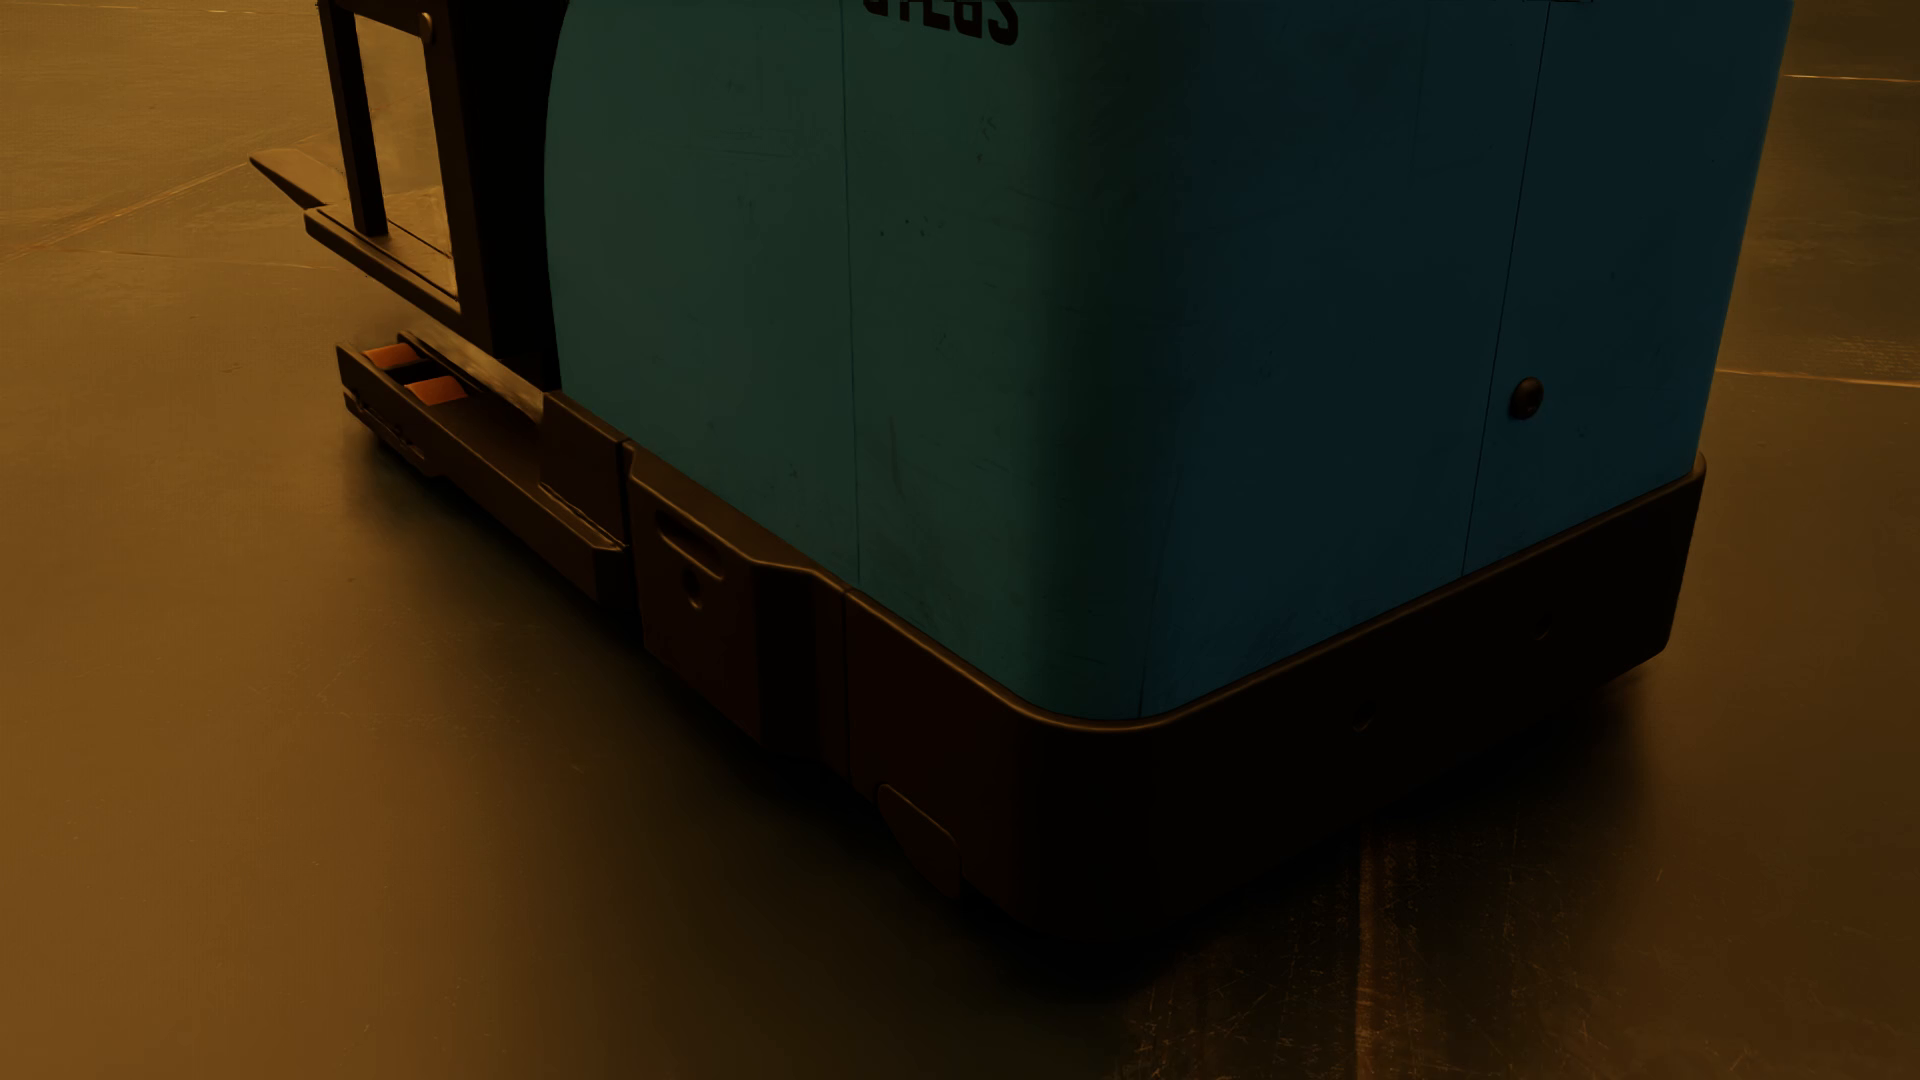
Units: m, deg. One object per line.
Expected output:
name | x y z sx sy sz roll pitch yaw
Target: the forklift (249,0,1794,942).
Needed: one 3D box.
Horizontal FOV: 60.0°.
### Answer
forklift | -0.396 -1.526 2.271 1.130 2.935 3.031 -19 32 -33
